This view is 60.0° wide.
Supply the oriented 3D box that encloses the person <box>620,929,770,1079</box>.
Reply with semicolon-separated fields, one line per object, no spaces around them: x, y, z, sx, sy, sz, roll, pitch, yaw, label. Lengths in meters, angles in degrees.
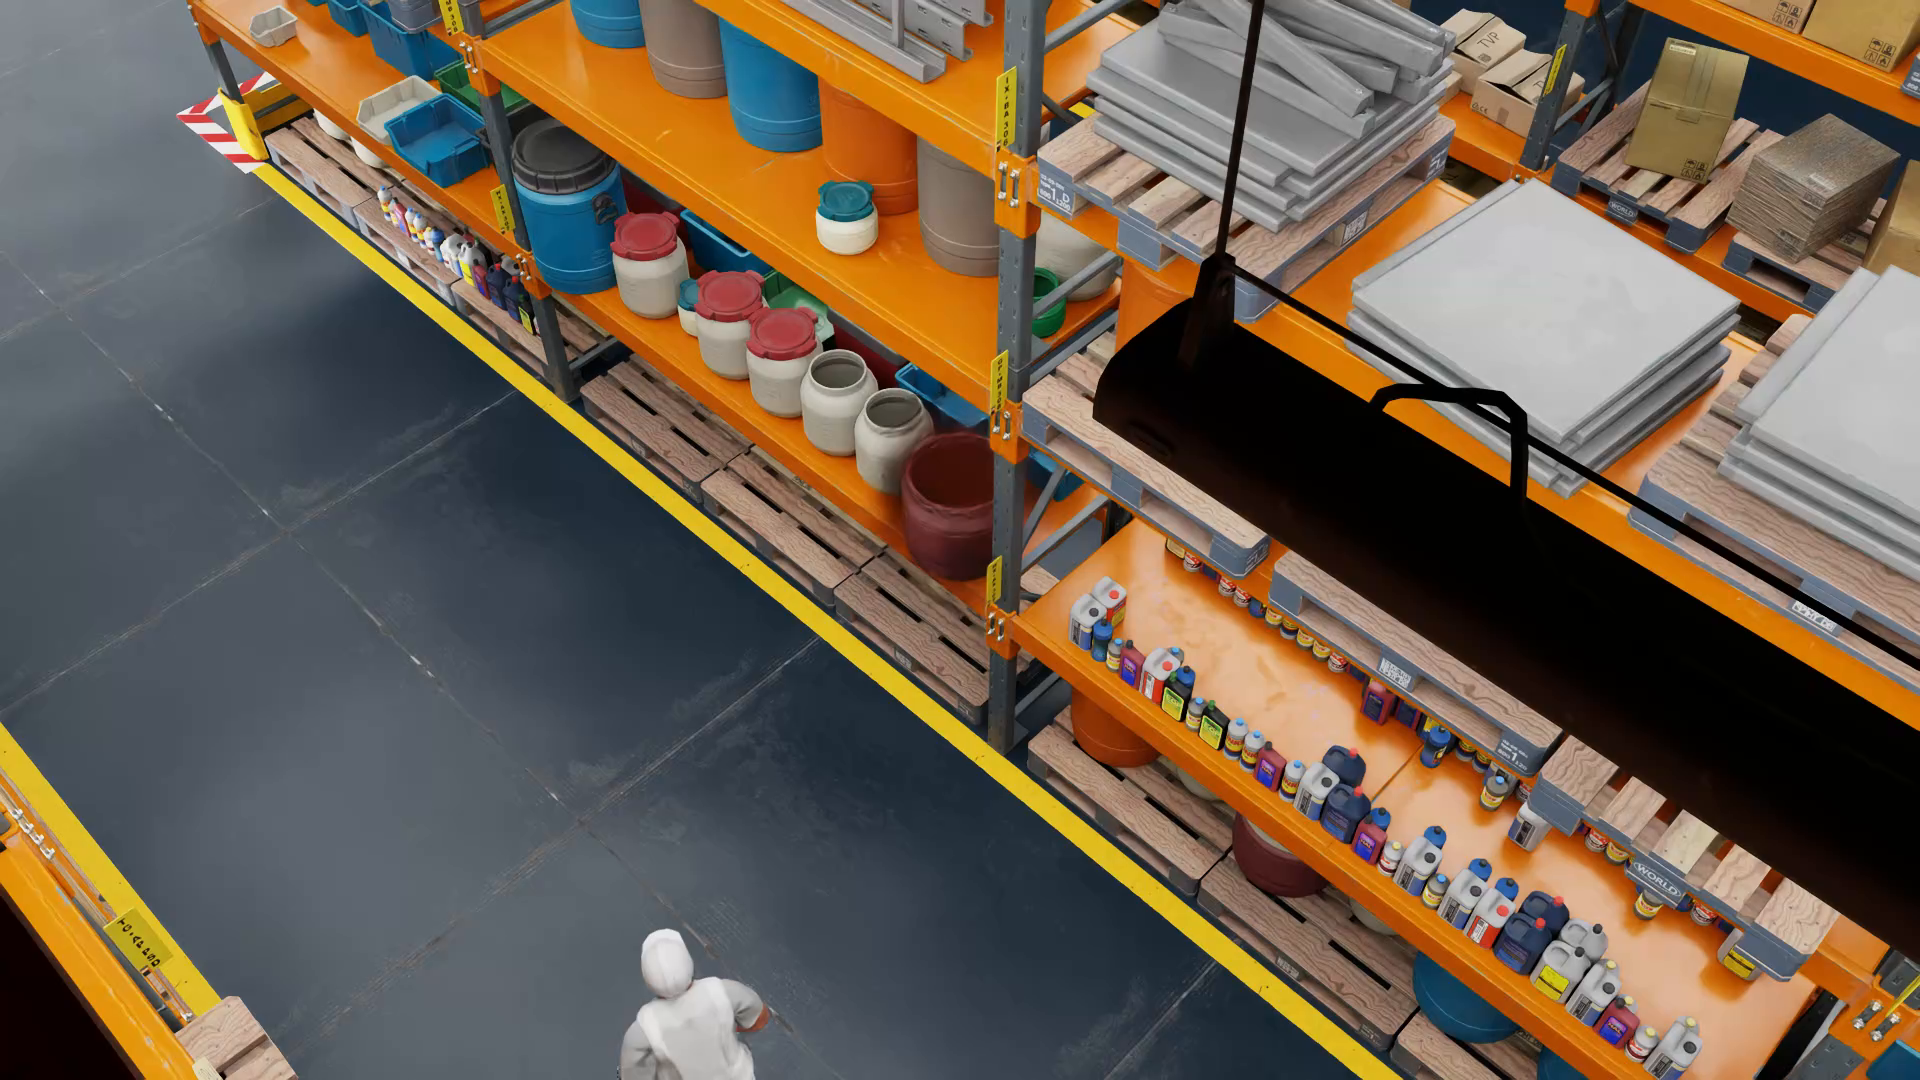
-1.110;2.308;7.154;0.695;1.648;0.667;-31;57;-23;person
